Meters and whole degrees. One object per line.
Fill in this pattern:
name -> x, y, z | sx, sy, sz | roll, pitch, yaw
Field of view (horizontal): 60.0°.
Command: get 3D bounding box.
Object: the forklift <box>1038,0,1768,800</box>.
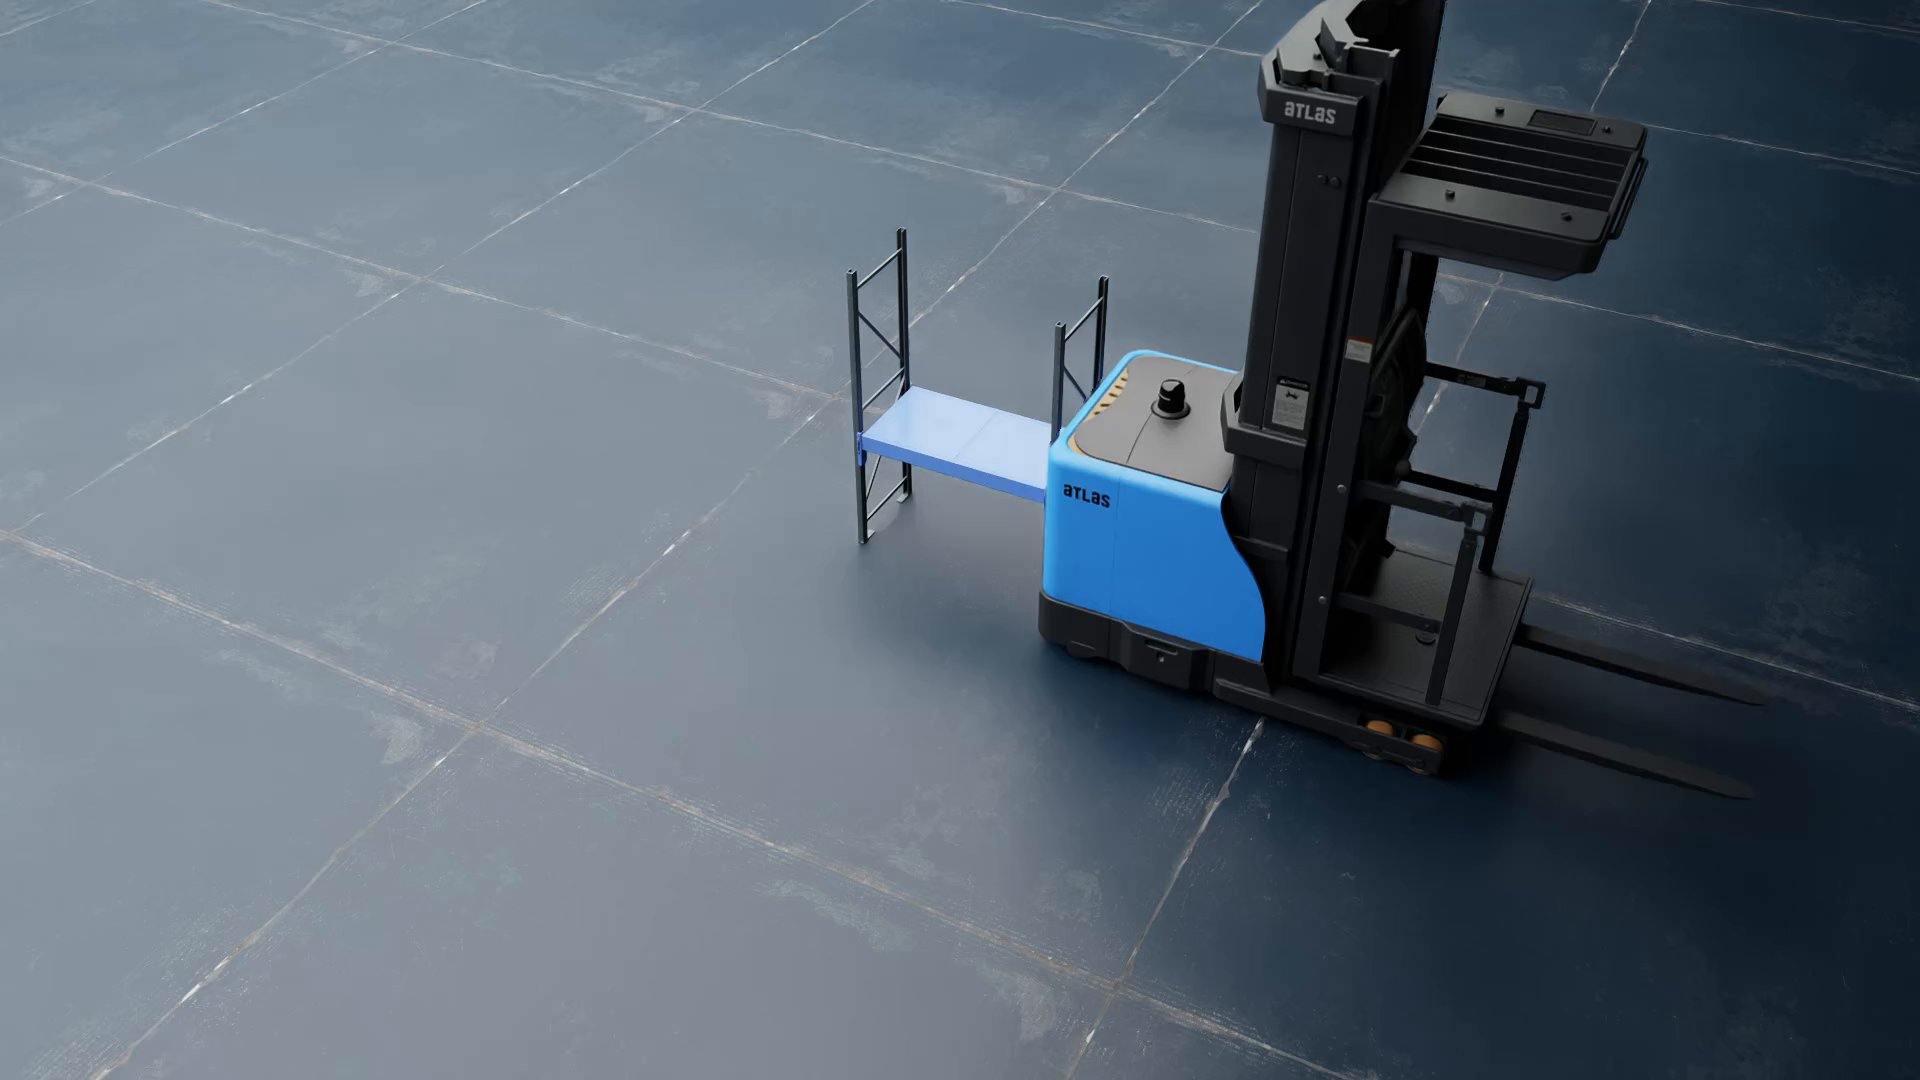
forklift -> 1.912, -0.554, 6.575 | 3.031, 2.935, 1.130 | 17, 40, 21

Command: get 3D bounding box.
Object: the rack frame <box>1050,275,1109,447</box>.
rack frame -> 0.527, -0.432, 7.599 | 0.032, 1.500, 0.500 | 17, 41, 21

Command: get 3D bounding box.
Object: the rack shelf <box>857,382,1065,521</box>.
rack shelf -> 0.076, -0.430, 7.894 | 1.000, 0.185, 0.538 | 17, 41, 21

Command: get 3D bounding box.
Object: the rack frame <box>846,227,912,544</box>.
rack frame -> -0.376, -0.715, 7.971 | 0.032, 1.500, 0.500 | 17, 41, 21

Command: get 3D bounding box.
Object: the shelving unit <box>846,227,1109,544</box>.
shelving unit -> 0.076, -0.574, 7.785 | 1.048, 1.500, 0.538 | 17, 41, 21
